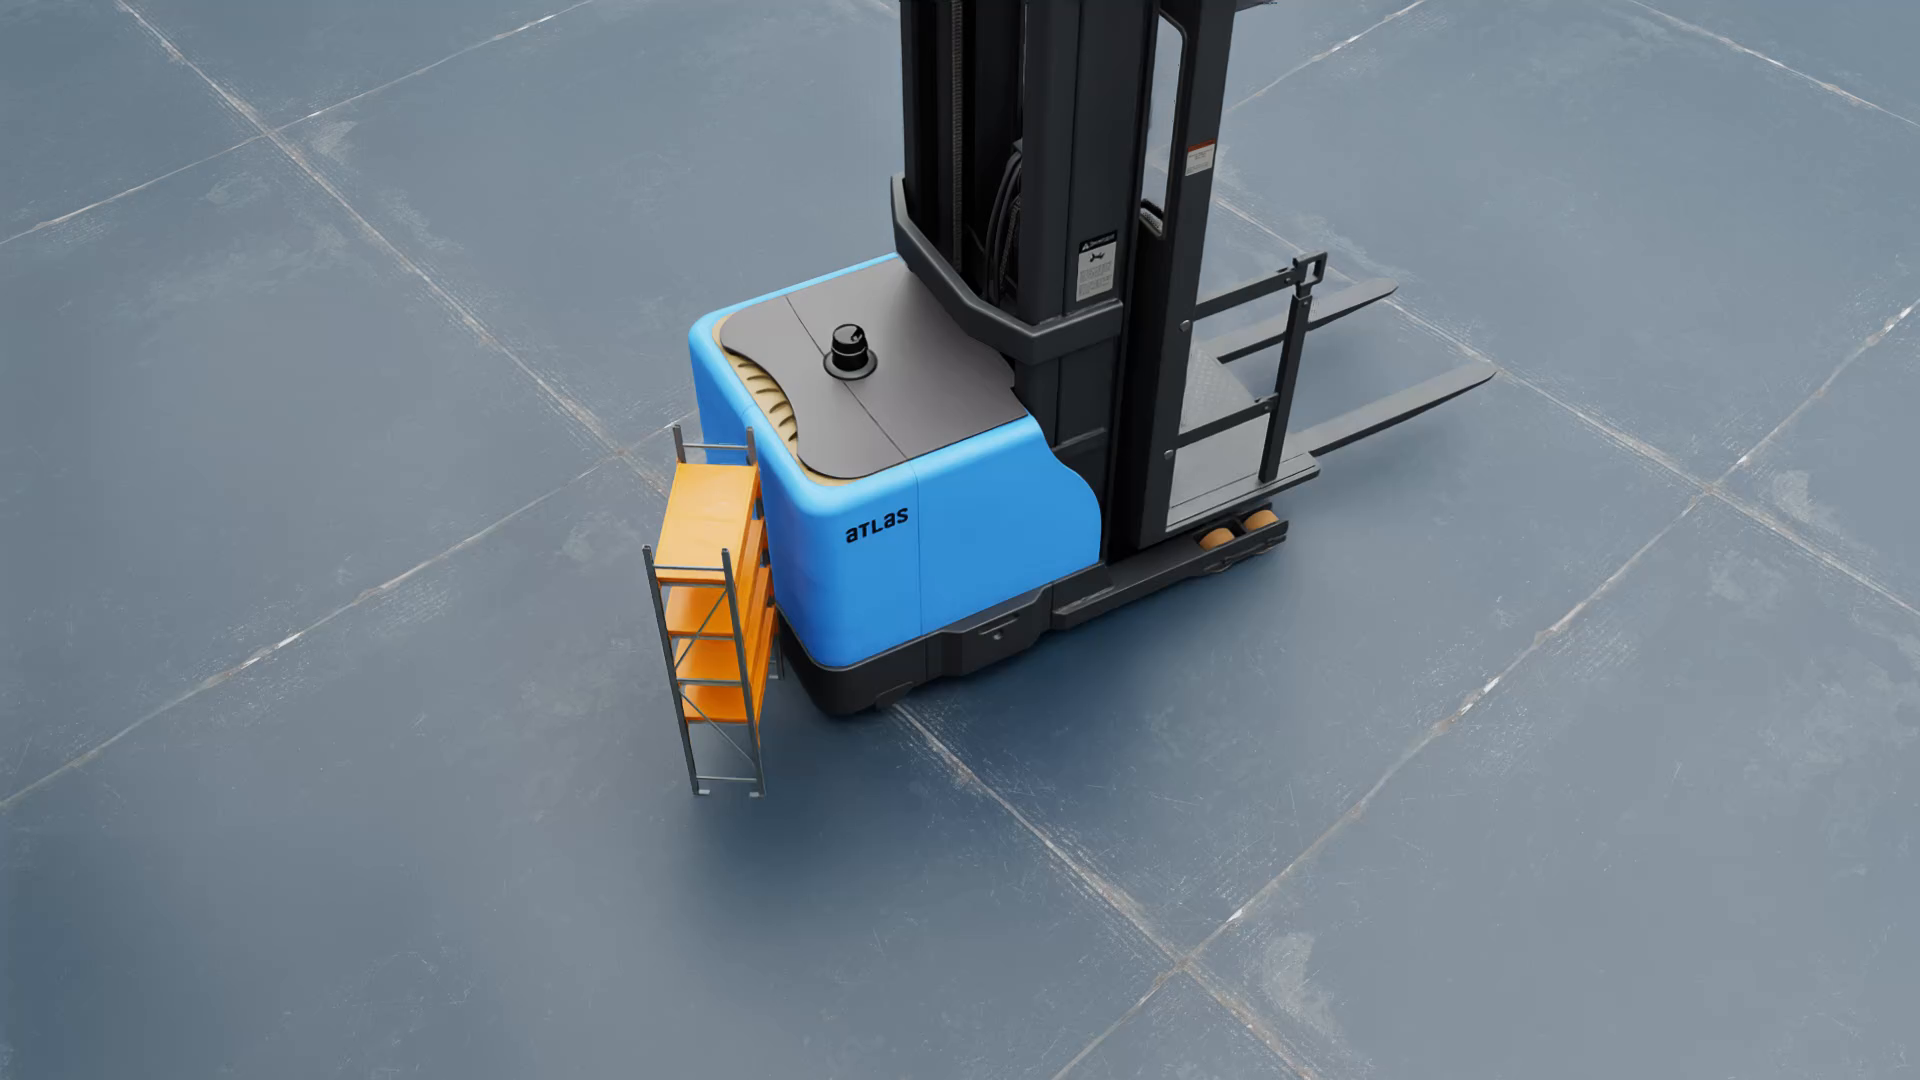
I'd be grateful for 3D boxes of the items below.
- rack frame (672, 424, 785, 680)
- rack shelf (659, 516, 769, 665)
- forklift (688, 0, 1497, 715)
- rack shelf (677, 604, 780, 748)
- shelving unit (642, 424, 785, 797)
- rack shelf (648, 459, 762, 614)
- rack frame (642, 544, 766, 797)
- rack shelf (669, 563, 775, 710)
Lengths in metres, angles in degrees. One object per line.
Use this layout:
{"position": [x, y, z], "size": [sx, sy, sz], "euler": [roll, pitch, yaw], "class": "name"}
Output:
{"position": [-0.732, 0.071, 5.368], "size": [0.240, 1.200, 0.015], "euler": [2, 47, 2], "class": "rack frame"}
{"position": [-0.746, 0.144, 5.088], "size": [0.258, 0.148, 0.480], "euler": [2, 47, 2], "class": "rack shelf"}
{"position": [0.635, -1.196, 5.359], "size": [3.031, 2.935, 1.130], "euler": [-22, 51, -19], "class": "forklift"}
{"position": [-0.746, 0.431, 5.398], "size": [0.258, 0.148, 0.480], "euler": [2, 47, 2], "class": "rack shelf"}
{"position": [-0.746, 0.250, 5.203], "size": [0.258, 1.200, 0.503], "euler": [2, 47, 2], "class": "shelving unit"}
{"position": [-0.746, -0.016, 4.914], "size": [0.258, 0.148, 0.480], "euler": [2, 47, 2], "class": "rack shelf"}
{"position": [-0.759, 0.429, 5.037], "size": [0.240, 1.200, 0.015], "euler": [2, 47, 2], "class": "rack frame"}
{"position": [-0.746, 0.296, 5.252], "size": [0.258, 0.148, 0.480], "euler": [2, 47, 2], "class": "rack shelf"}
